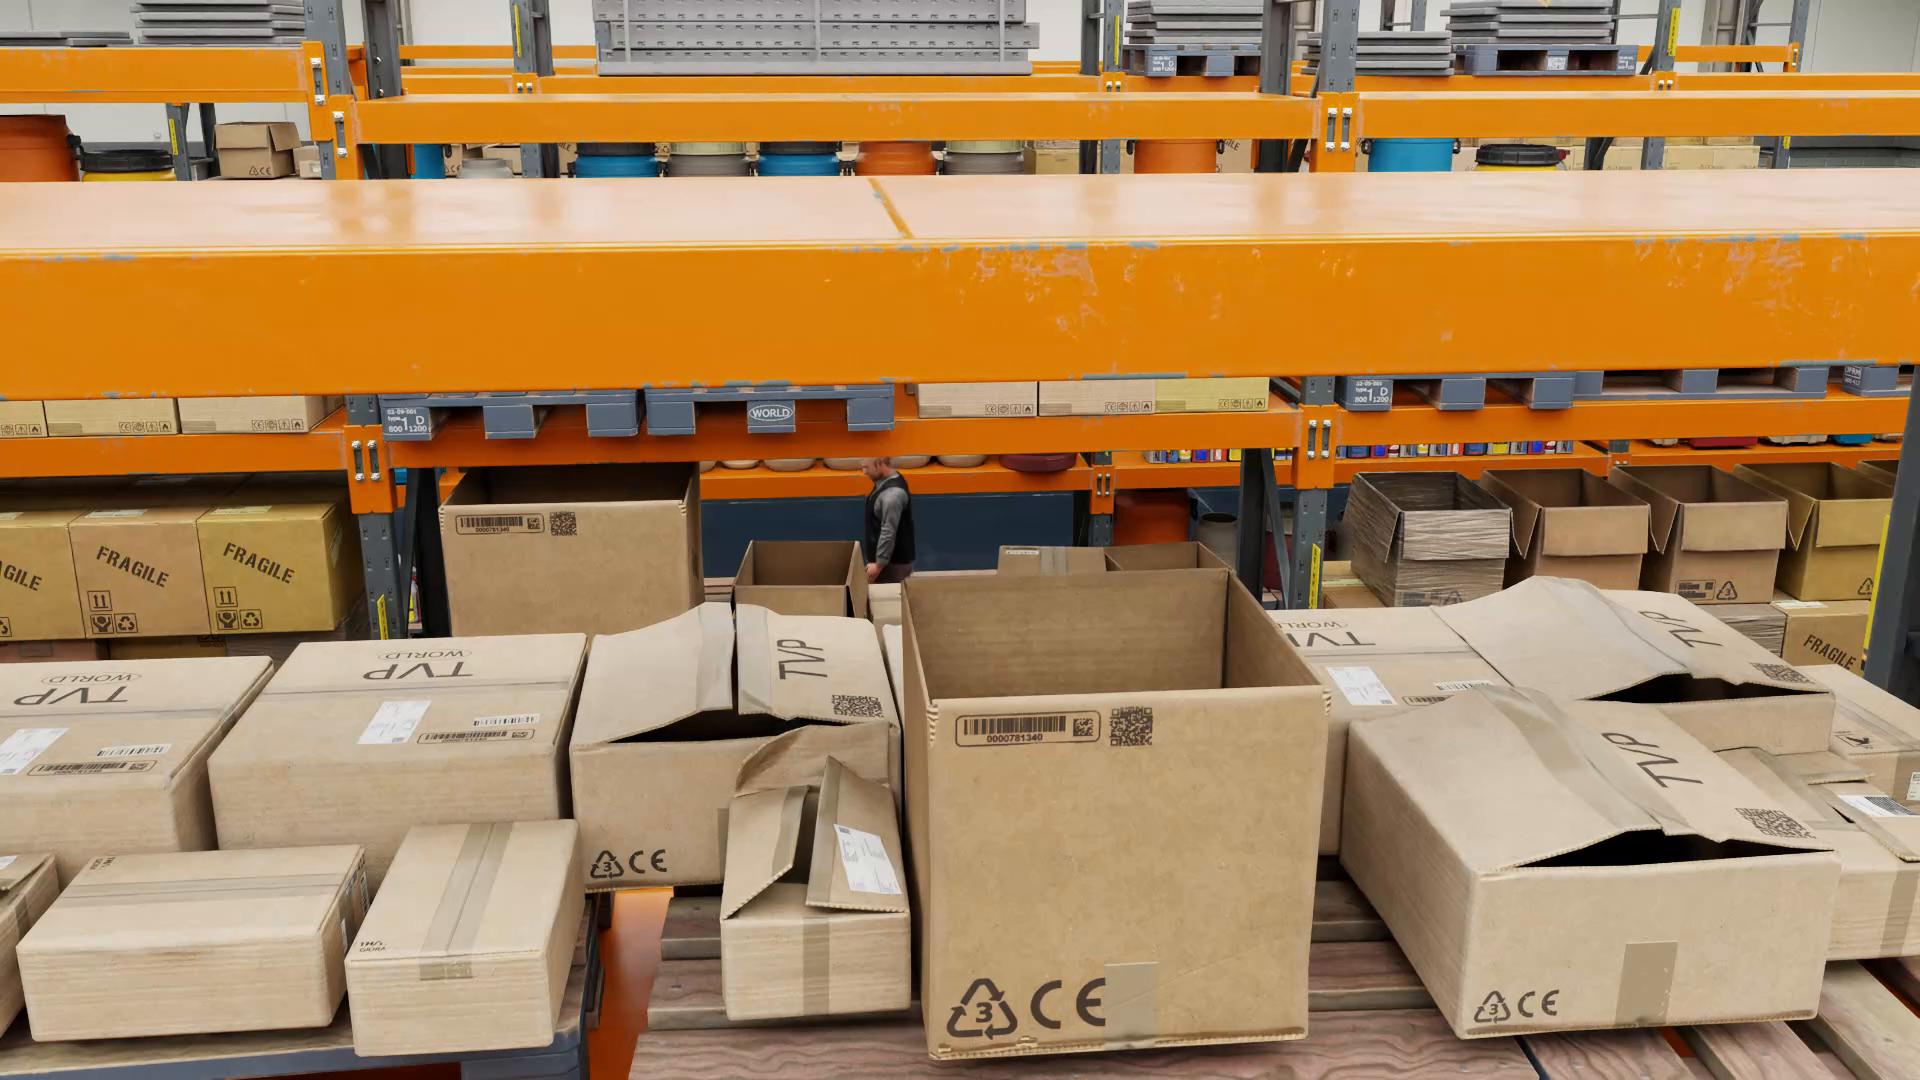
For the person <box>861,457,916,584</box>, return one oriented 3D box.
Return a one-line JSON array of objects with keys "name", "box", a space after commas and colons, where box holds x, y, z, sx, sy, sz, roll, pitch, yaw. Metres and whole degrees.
[{"name": "person", "box": [-0.507, 0.159, 11.618, 0.390, 1.691, 0.549, -1, 17, -4]}]
